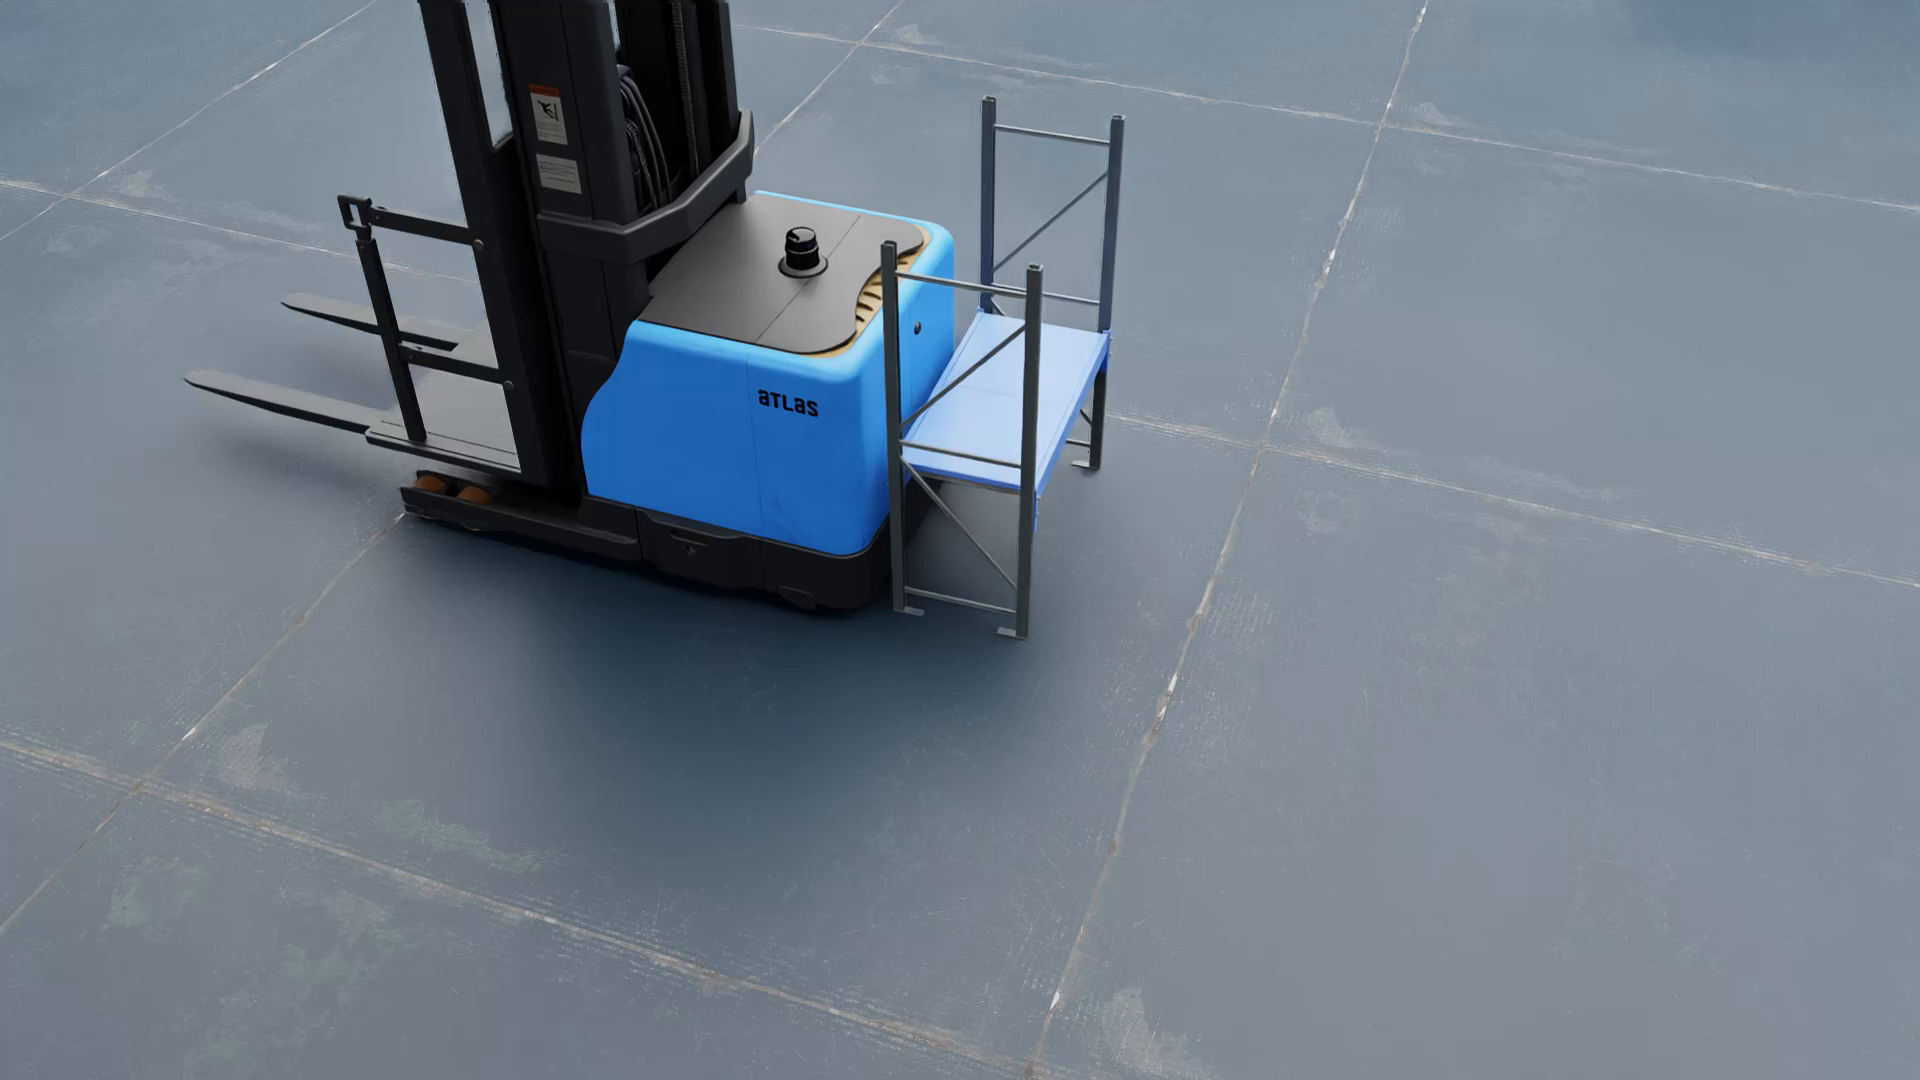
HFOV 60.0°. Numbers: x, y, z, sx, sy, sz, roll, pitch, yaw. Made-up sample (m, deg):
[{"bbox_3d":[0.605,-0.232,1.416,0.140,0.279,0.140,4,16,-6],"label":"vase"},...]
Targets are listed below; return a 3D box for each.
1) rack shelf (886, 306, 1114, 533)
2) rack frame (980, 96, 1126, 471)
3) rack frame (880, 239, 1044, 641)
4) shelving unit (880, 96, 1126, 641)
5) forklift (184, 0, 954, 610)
[{"bbox_3d":[0.160,-0.453,5.902,0.538,0.185,1.000,12,42,14],"label":"rack shelf"},{"bbox_3d":[0.317,-0.903,6.153,0.500,1.500,0.032,12,42,14],"label":"rack frame"},{"bbox_3d":[0.003,-0.276,5.417,0.500,1.500,0.032,12,42,14],"label":"rack frame"},{"bbox_3d":[0.160,-0.589,5.785,0.538,1.500,1.048,12,42,14],"label":"shelving unit"},{"bbox_3d":[-1.579,-1.456,5.698,3.031,2.935,1.130,13,42,15],"label":"forklift"}]
